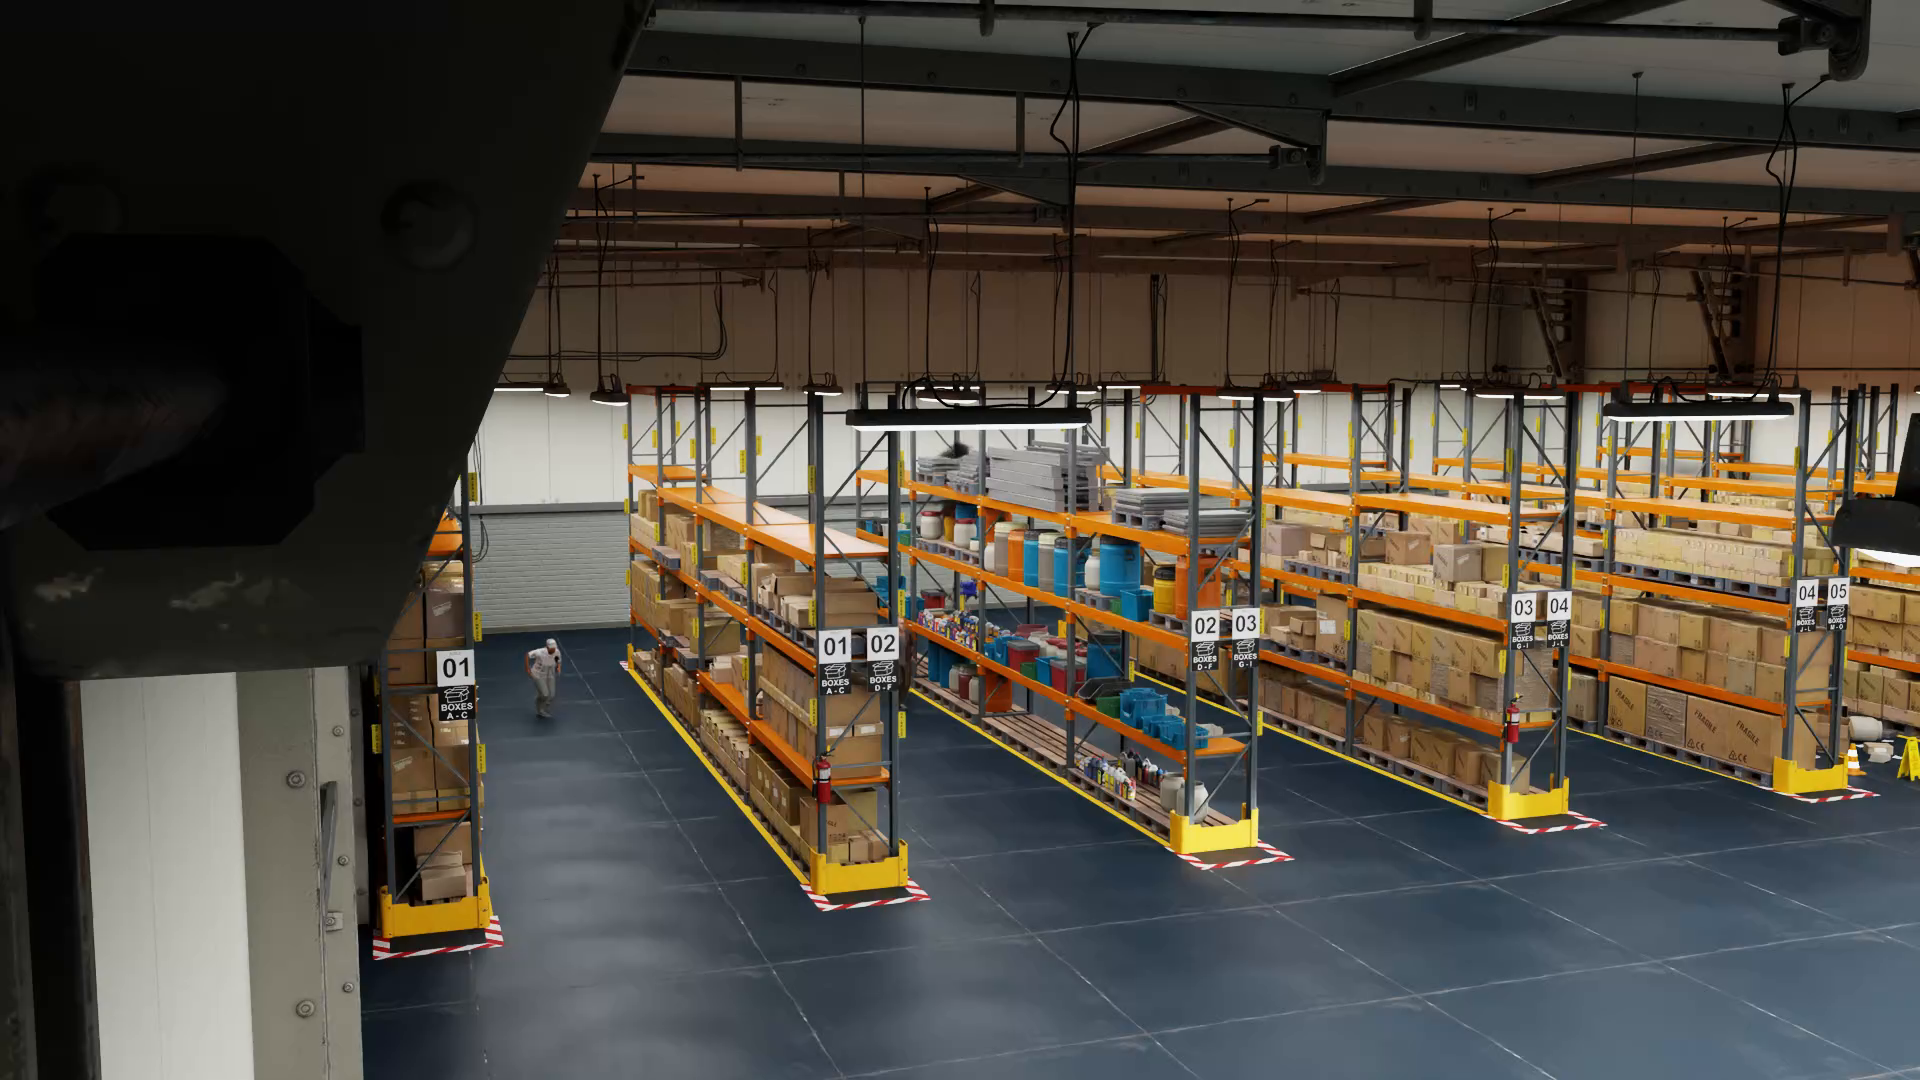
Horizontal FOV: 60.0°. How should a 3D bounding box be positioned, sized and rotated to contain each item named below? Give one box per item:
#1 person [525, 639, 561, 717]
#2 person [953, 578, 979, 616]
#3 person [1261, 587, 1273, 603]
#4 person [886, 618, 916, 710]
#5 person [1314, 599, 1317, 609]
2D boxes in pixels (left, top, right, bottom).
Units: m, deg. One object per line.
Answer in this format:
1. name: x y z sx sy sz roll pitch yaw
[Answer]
1. person: -7.512 2.499 30.031 0.639 1.493 0.790 -5 8 -38
2. person: 0.022 1.543 39.747 1.090 1.444 0.566 2 6 20
3. person: 7.542 1.261 41.087 0.724 1.711 0.643 -1 6 -14
4. person: -1.144 2.287 30.914 0.704 1.717 0.674 -3 7 -29
5. person: 9.272 1.100 42.060 0.826 1.814 0.647 -4 7 -35
